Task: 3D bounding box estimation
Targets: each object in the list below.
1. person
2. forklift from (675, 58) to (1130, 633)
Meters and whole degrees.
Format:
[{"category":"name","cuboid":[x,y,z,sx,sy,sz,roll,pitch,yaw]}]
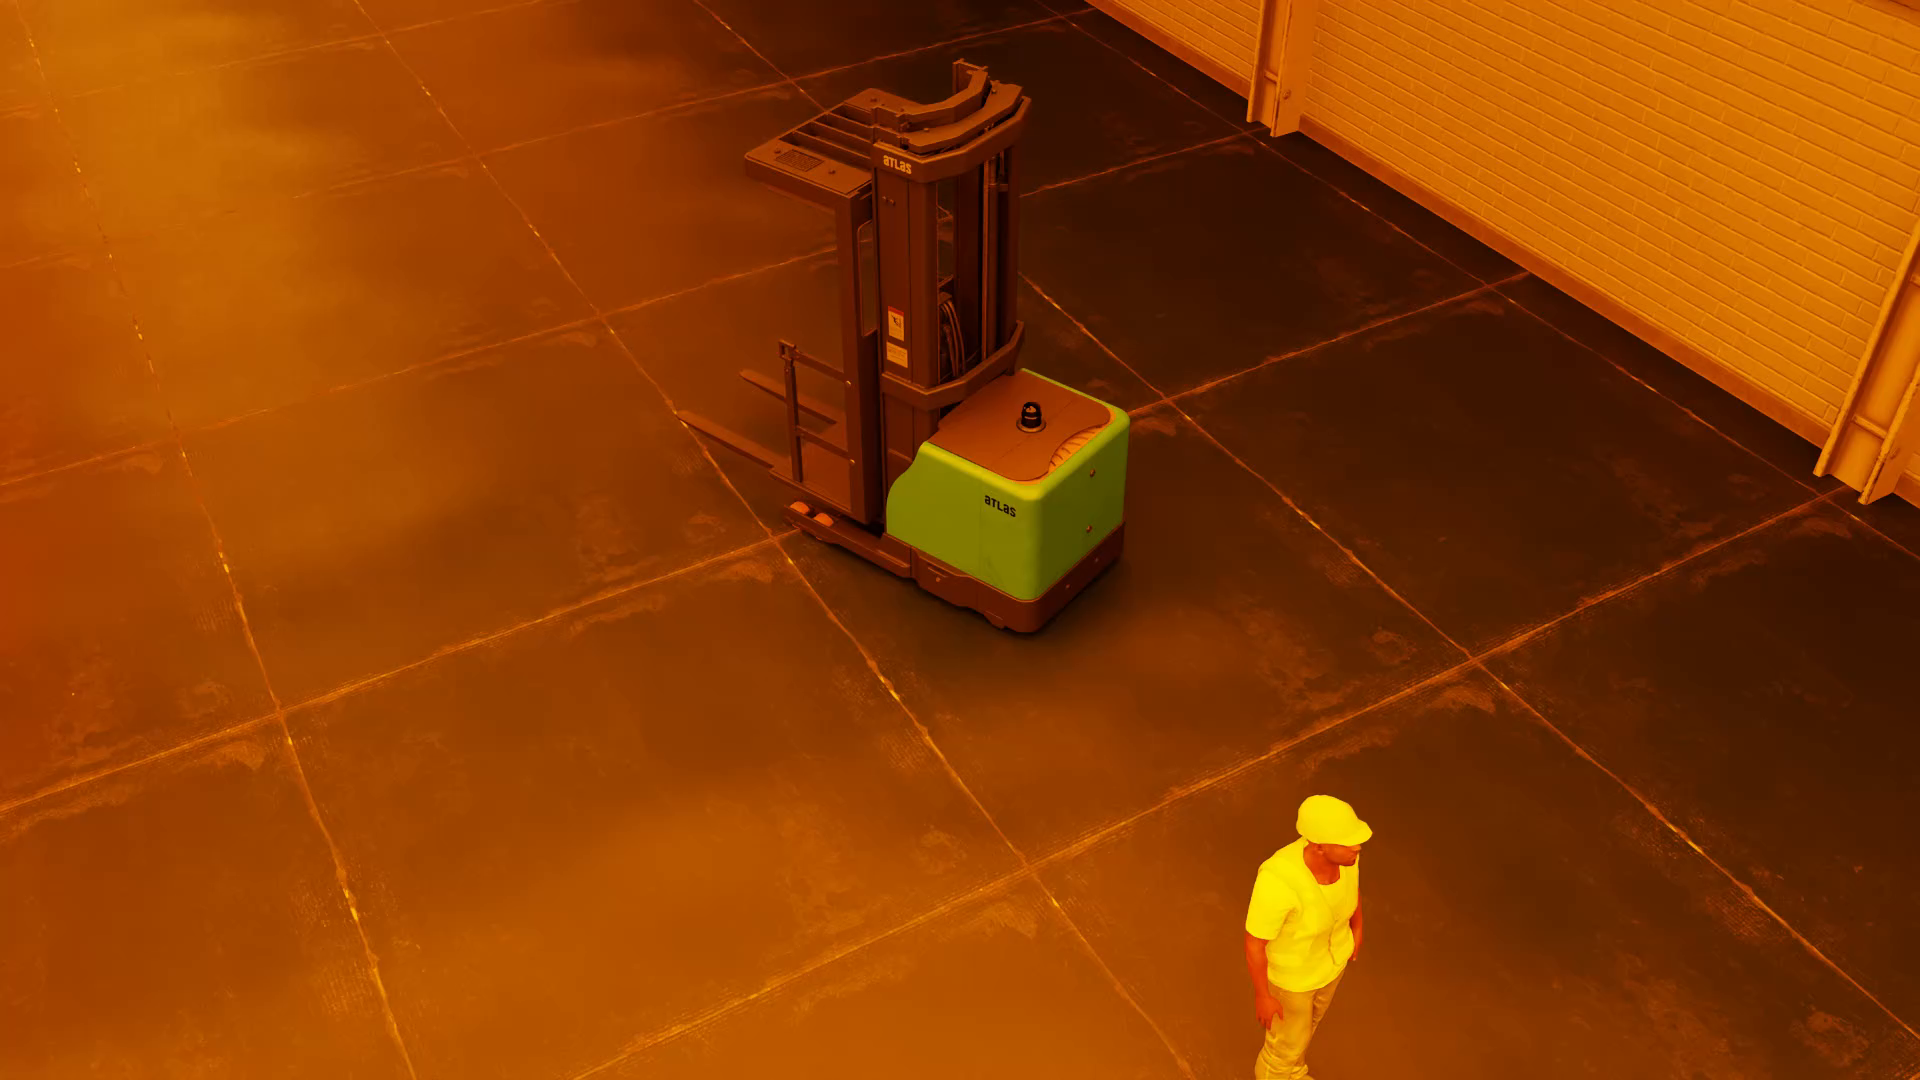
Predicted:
[{"category":"person","cuboid":[1.473,1.763,6.811,0.666,1.766,0.576,-30,48,-31]},{"category":"forklift","cuboid":[-0.481,-1.366,9.683,3.031,2.935,1.130,26,46,28]}]
